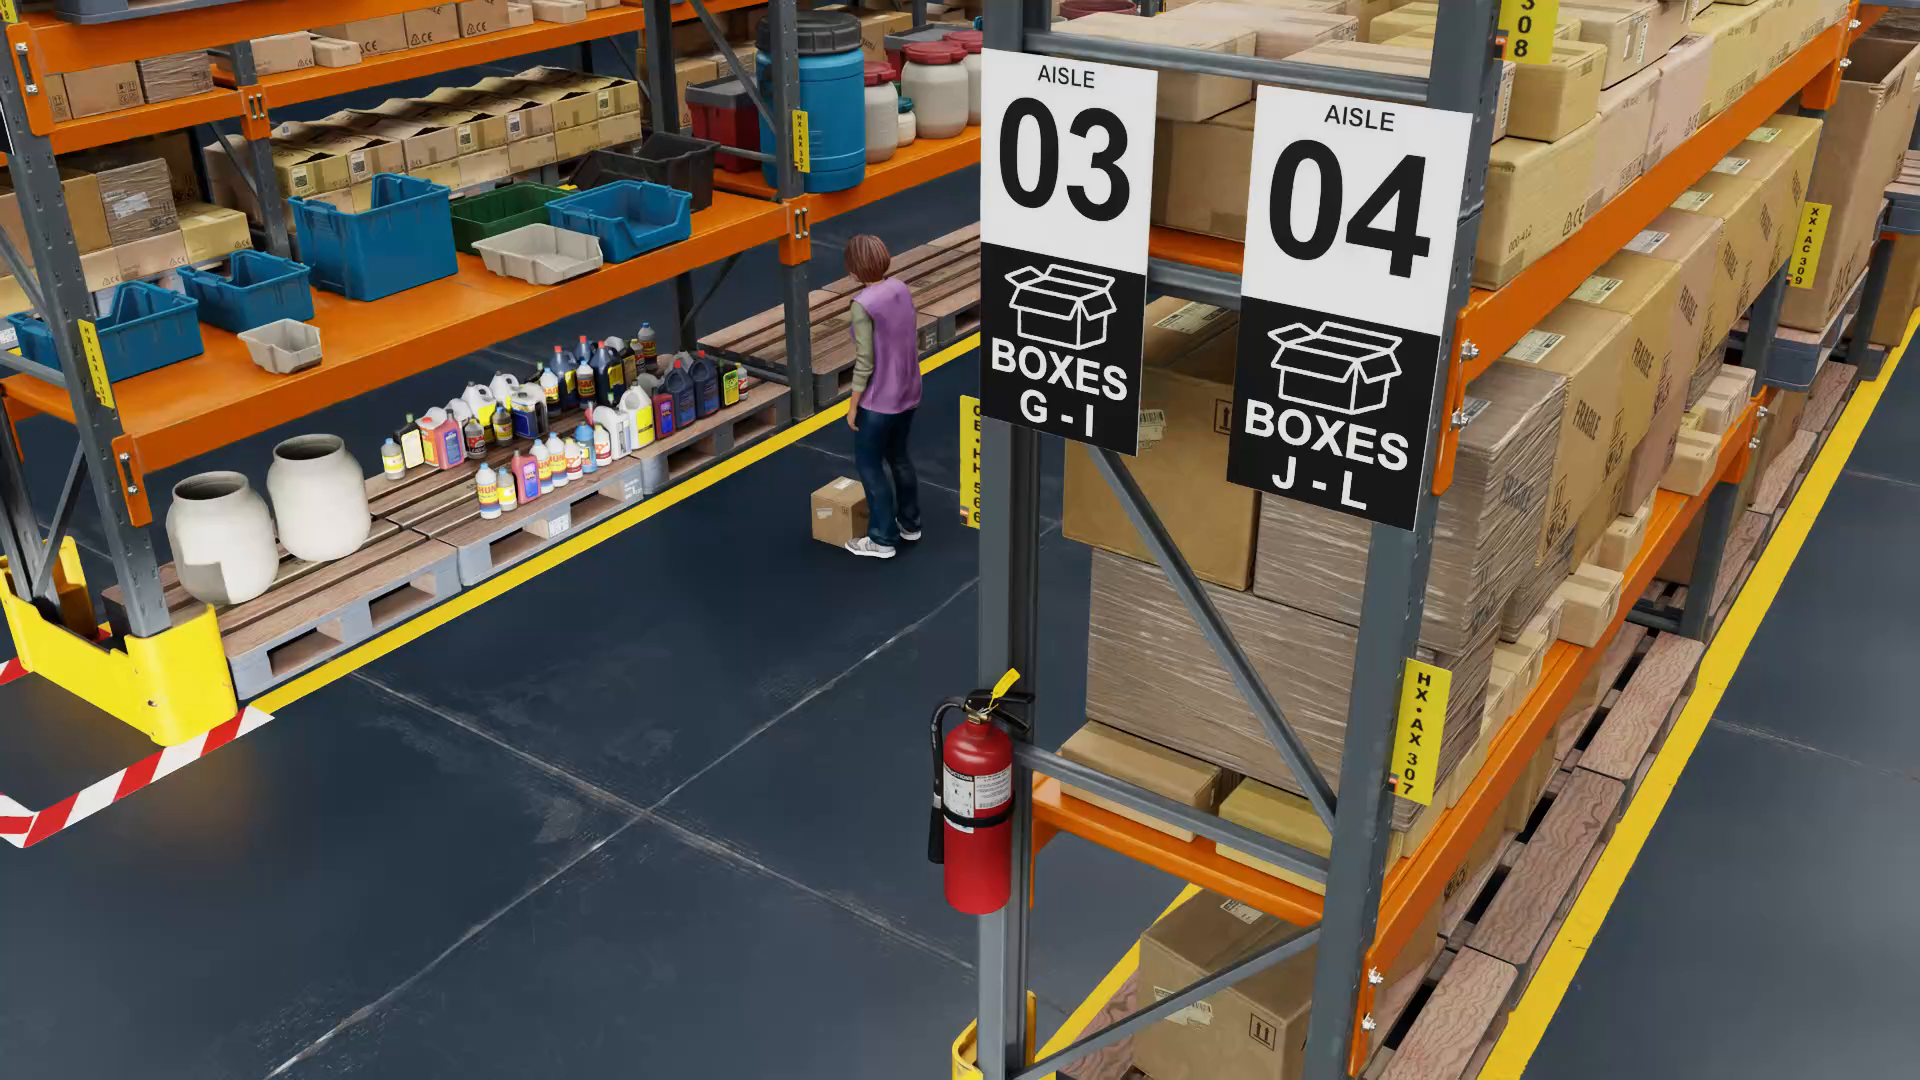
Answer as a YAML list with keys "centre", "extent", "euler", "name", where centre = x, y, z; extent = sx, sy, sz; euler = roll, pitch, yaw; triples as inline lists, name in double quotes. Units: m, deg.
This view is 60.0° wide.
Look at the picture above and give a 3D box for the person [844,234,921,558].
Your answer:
- centre: [-0.374, -0.675, 7.938]
  extent: [0.332, 1.592, 0.465]
  euler: [17, 32, 30]
  name: "person"
